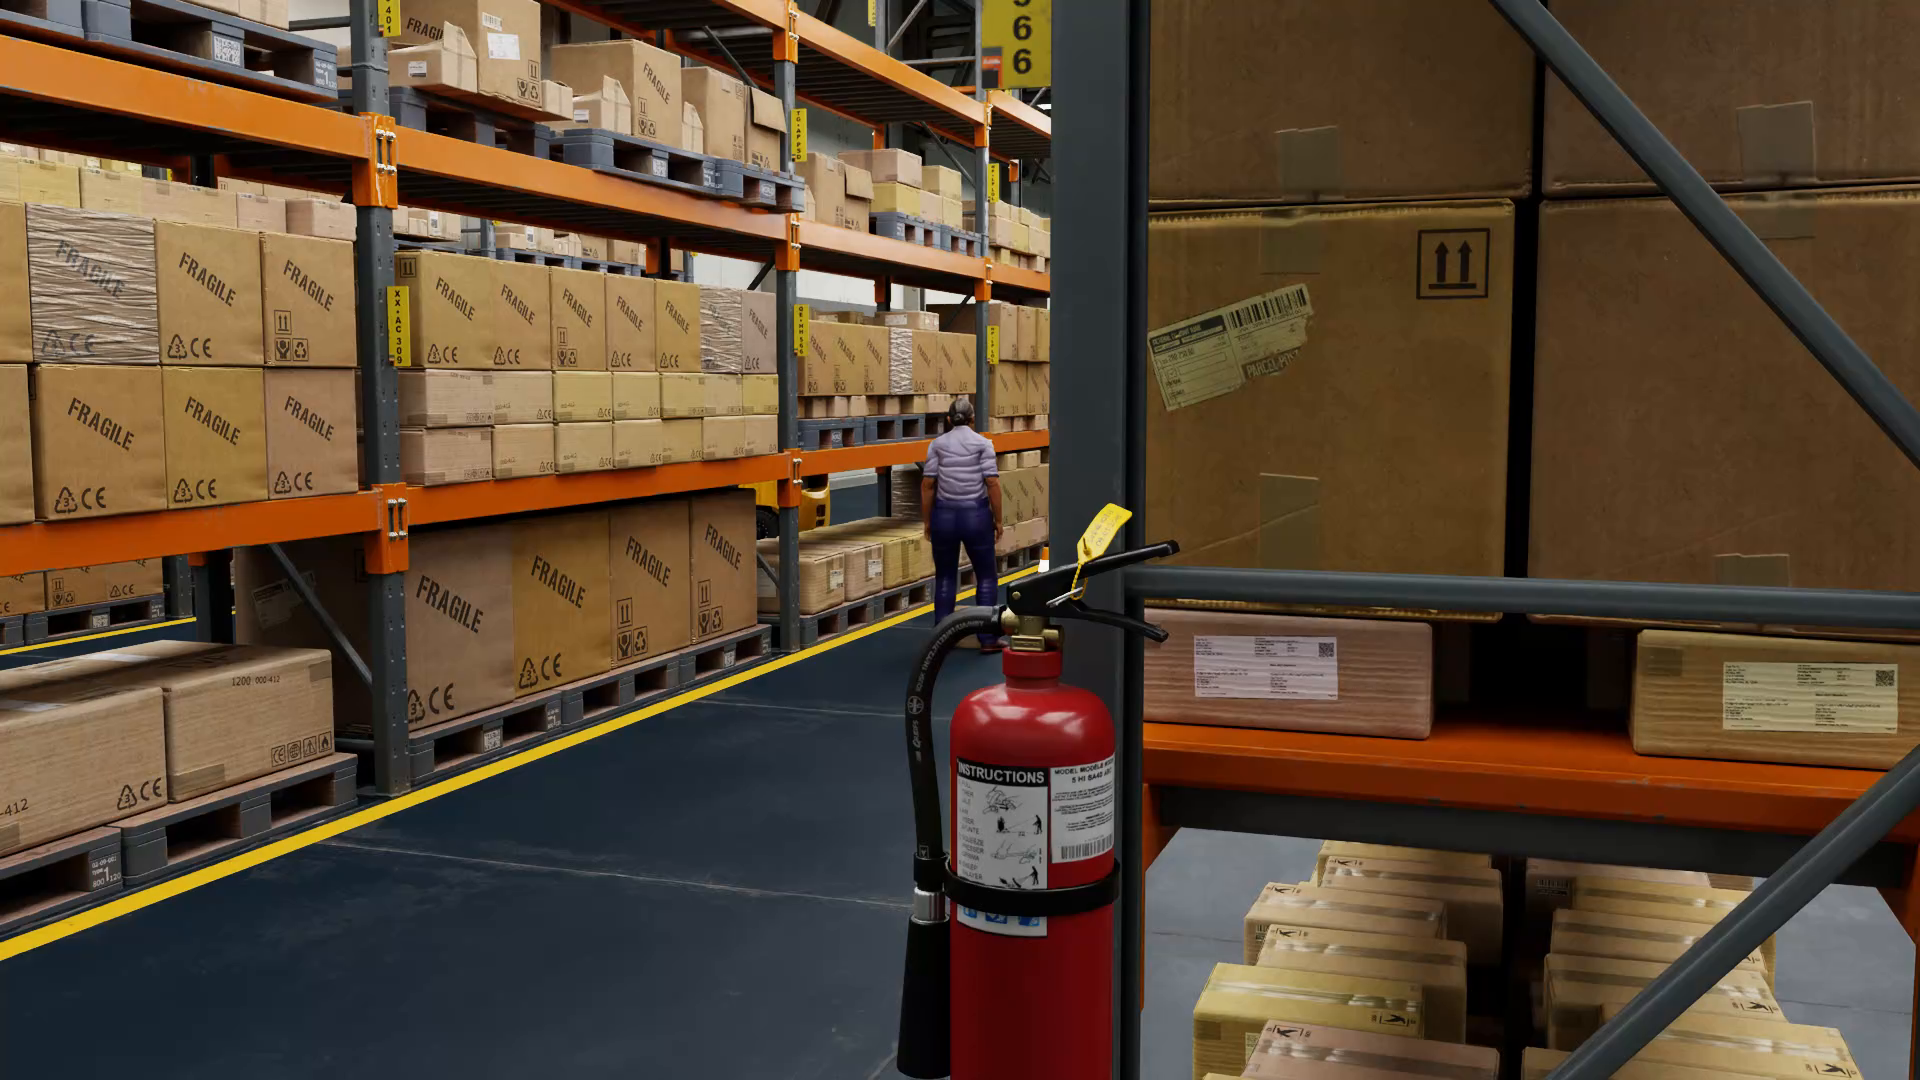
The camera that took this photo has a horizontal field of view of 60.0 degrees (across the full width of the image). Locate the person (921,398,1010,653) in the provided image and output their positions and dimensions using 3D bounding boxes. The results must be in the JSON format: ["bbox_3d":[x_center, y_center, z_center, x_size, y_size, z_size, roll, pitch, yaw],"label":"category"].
[{"bbox_3d":[0.030,-0.095,10.813,0.565,1.651,0.370,1,5,13],"label":"person"}]
